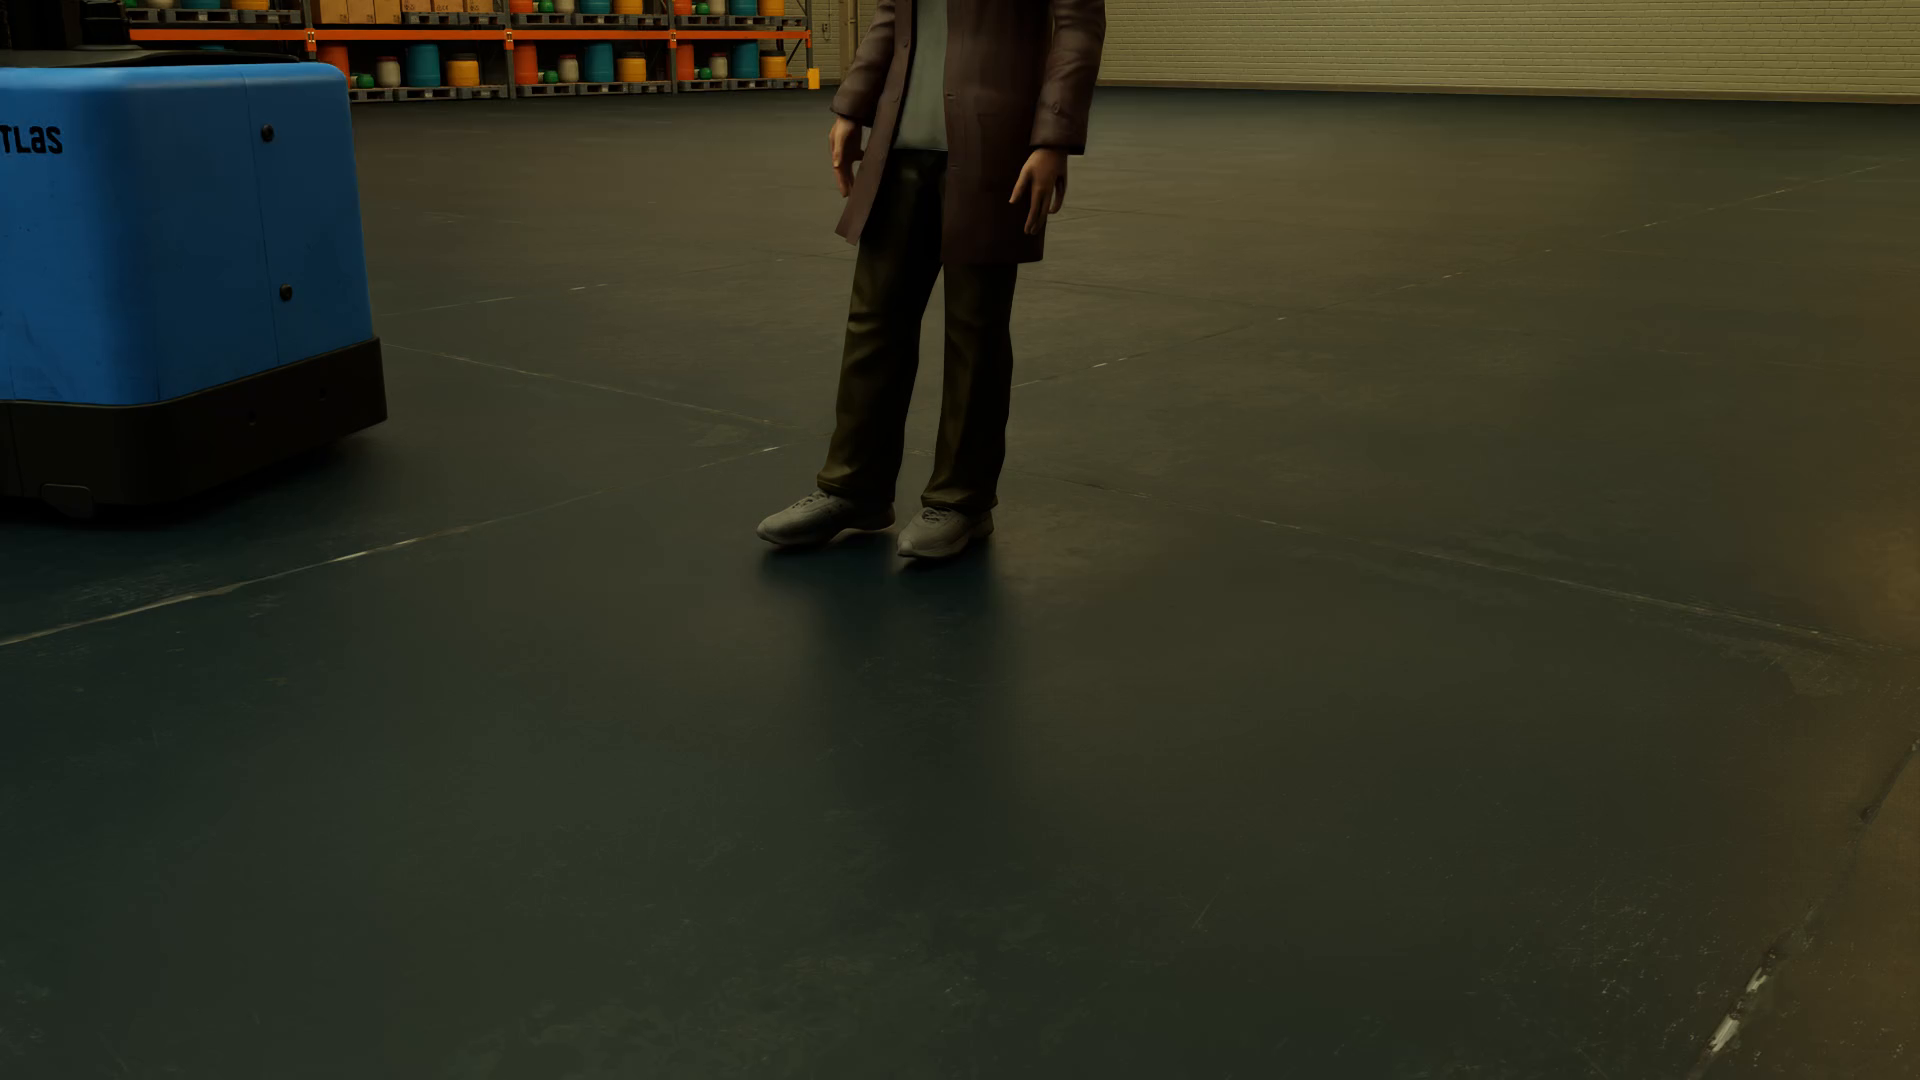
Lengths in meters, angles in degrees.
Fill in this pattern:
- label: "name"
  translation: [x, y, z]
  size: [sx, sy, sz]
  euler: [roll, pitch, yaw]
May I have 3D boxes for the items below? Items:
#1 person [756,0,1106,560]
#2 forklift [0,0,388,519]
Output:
- label: "person"
  translation: [-0.061, -0.838, 3.616]
  size: [0.698, 1.777, 0.579]
  euler: [13, 21, 37]
- label: "forklift"
  translation: [-3.246, -1.661, 4.368]
  size: [3.031, 2.935, 1.130]
  euler: [4, 17, 13]
